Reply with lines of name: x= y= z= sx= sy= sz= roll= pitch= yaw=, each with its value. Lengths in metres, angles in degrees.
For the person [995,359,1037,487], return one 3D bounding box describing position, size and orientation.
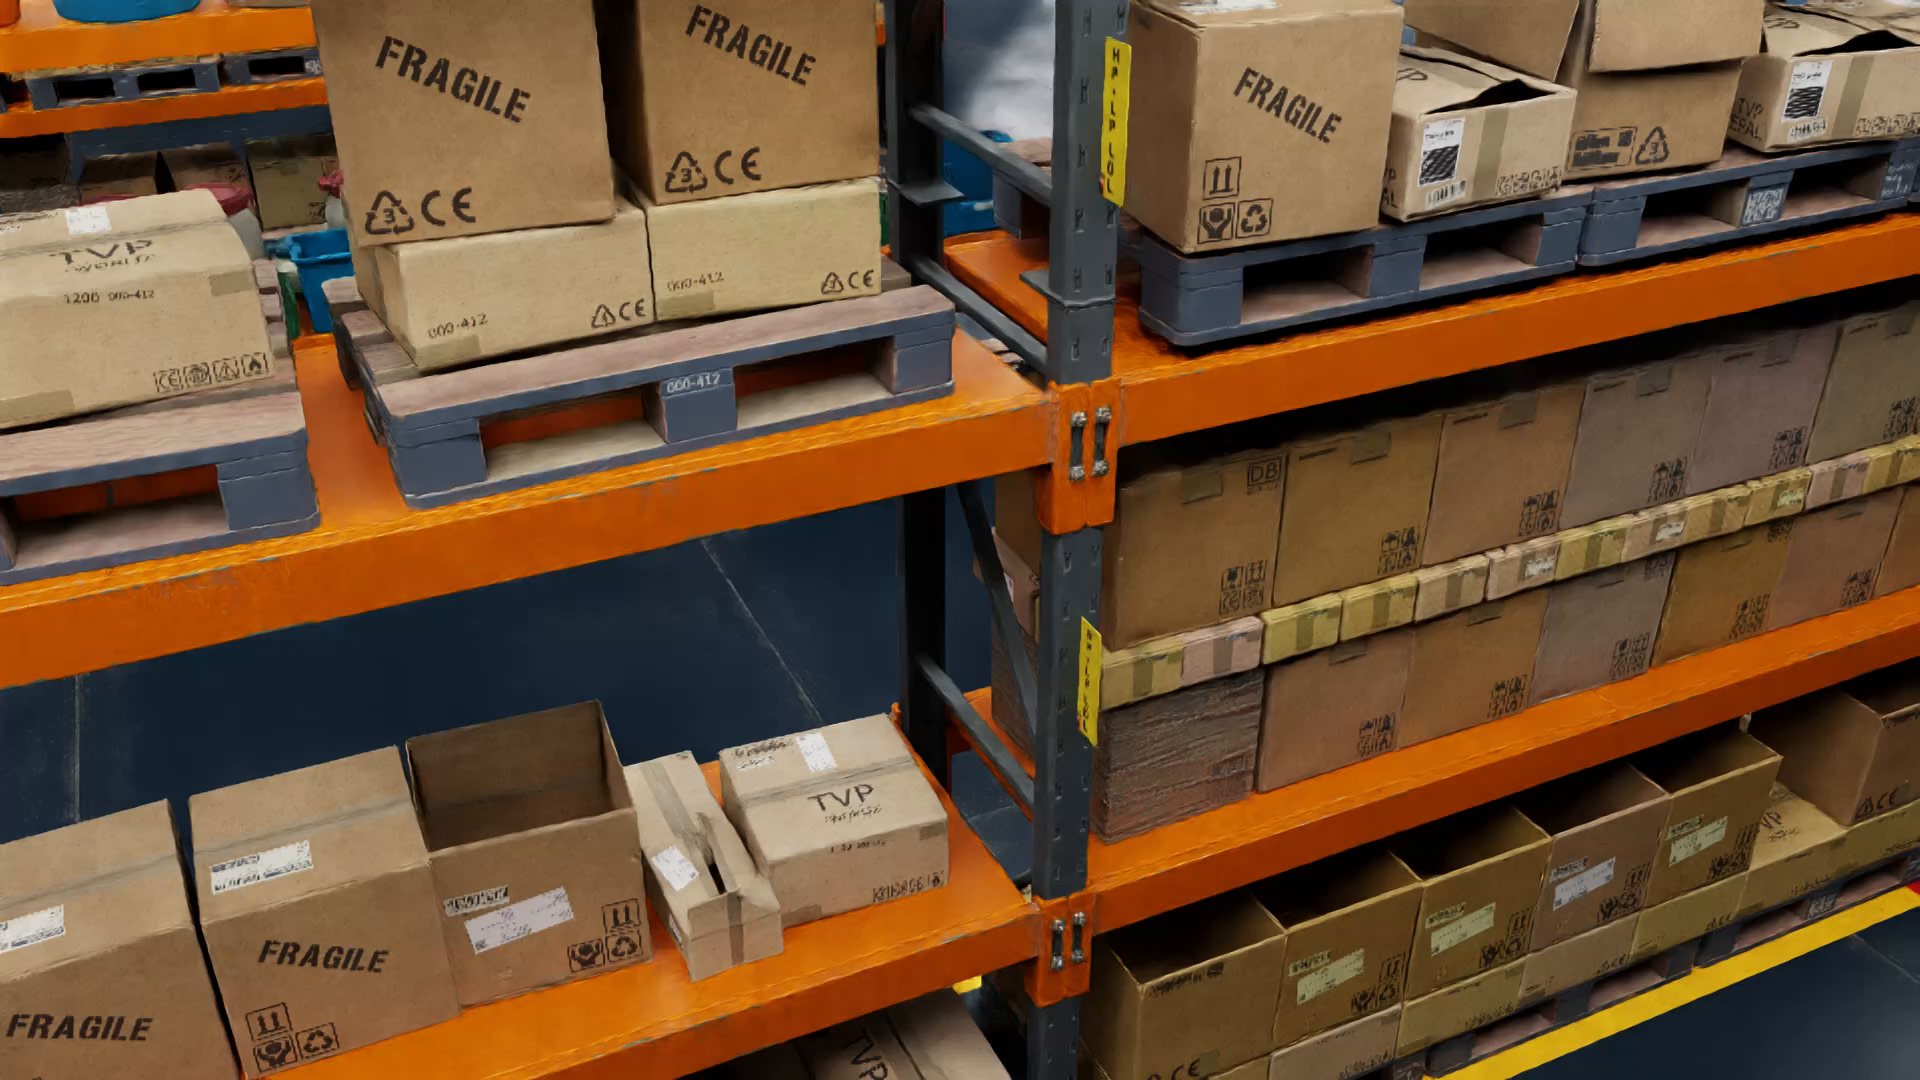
person: x=0.409 y=-0.213 z=7.536 sx=0.476 sy=1.640 sz=0.741 roll=-15 pitch=33 yaw=-24
